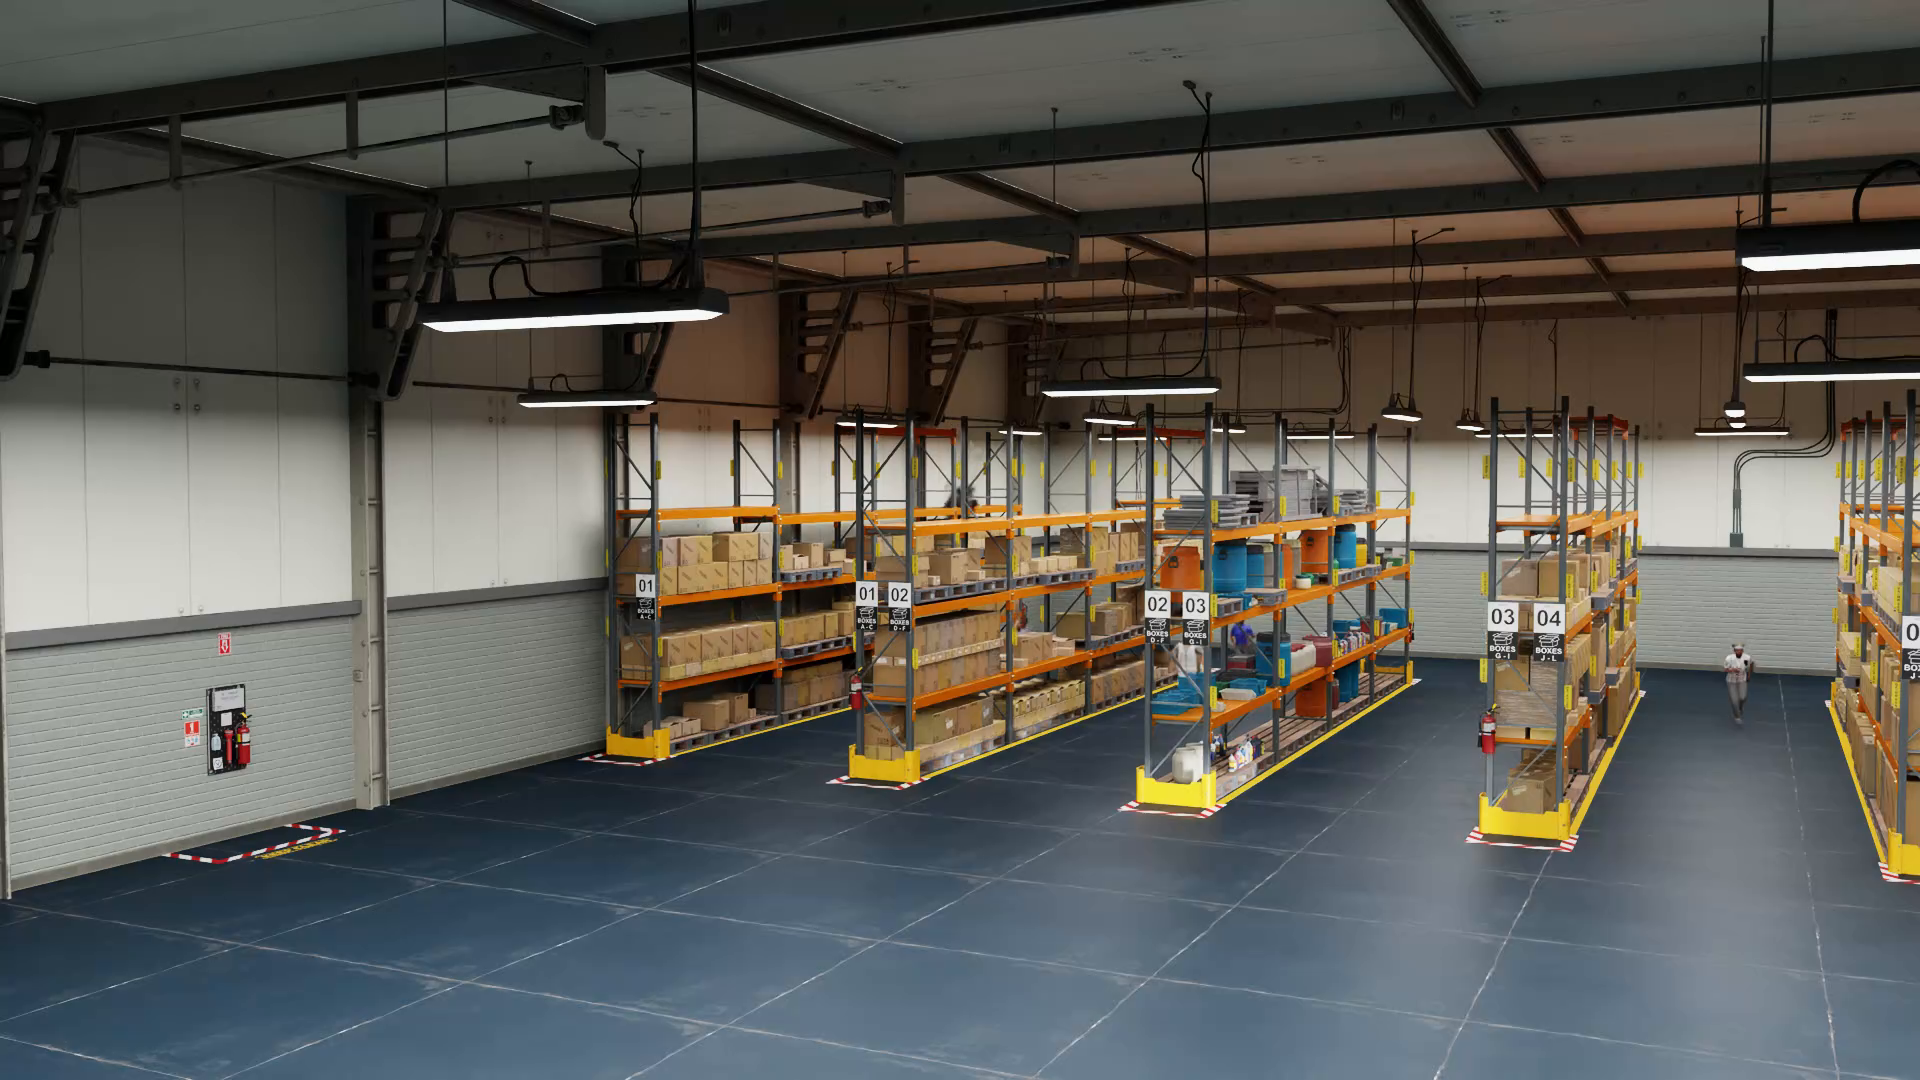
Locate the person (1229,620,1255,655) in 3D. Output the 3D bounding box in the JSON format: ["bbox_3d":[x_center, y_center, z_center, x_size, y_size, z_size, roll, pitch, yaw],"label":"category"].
[{"bbox_3d":[6.593,2.556,38.924,0.591,1.634,0.725,1,3,18],"label":"person"}]

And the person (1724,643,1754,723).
[{"bbox_3d":[15.344,2.814,32.750,0.552,1.622,0.728,1,3,21],"label":"person"}]

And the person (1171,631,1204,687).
[{"bbox_3d":[4.624,2.693,33.859,0.667,1.762,0.620,1,3,19],"label":"person"}]

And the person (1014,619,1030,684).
[{"bbox_3d":[1.309,2.536,36.345,0.631,1.636,0.789,1,3,27],"label":"person"}]
